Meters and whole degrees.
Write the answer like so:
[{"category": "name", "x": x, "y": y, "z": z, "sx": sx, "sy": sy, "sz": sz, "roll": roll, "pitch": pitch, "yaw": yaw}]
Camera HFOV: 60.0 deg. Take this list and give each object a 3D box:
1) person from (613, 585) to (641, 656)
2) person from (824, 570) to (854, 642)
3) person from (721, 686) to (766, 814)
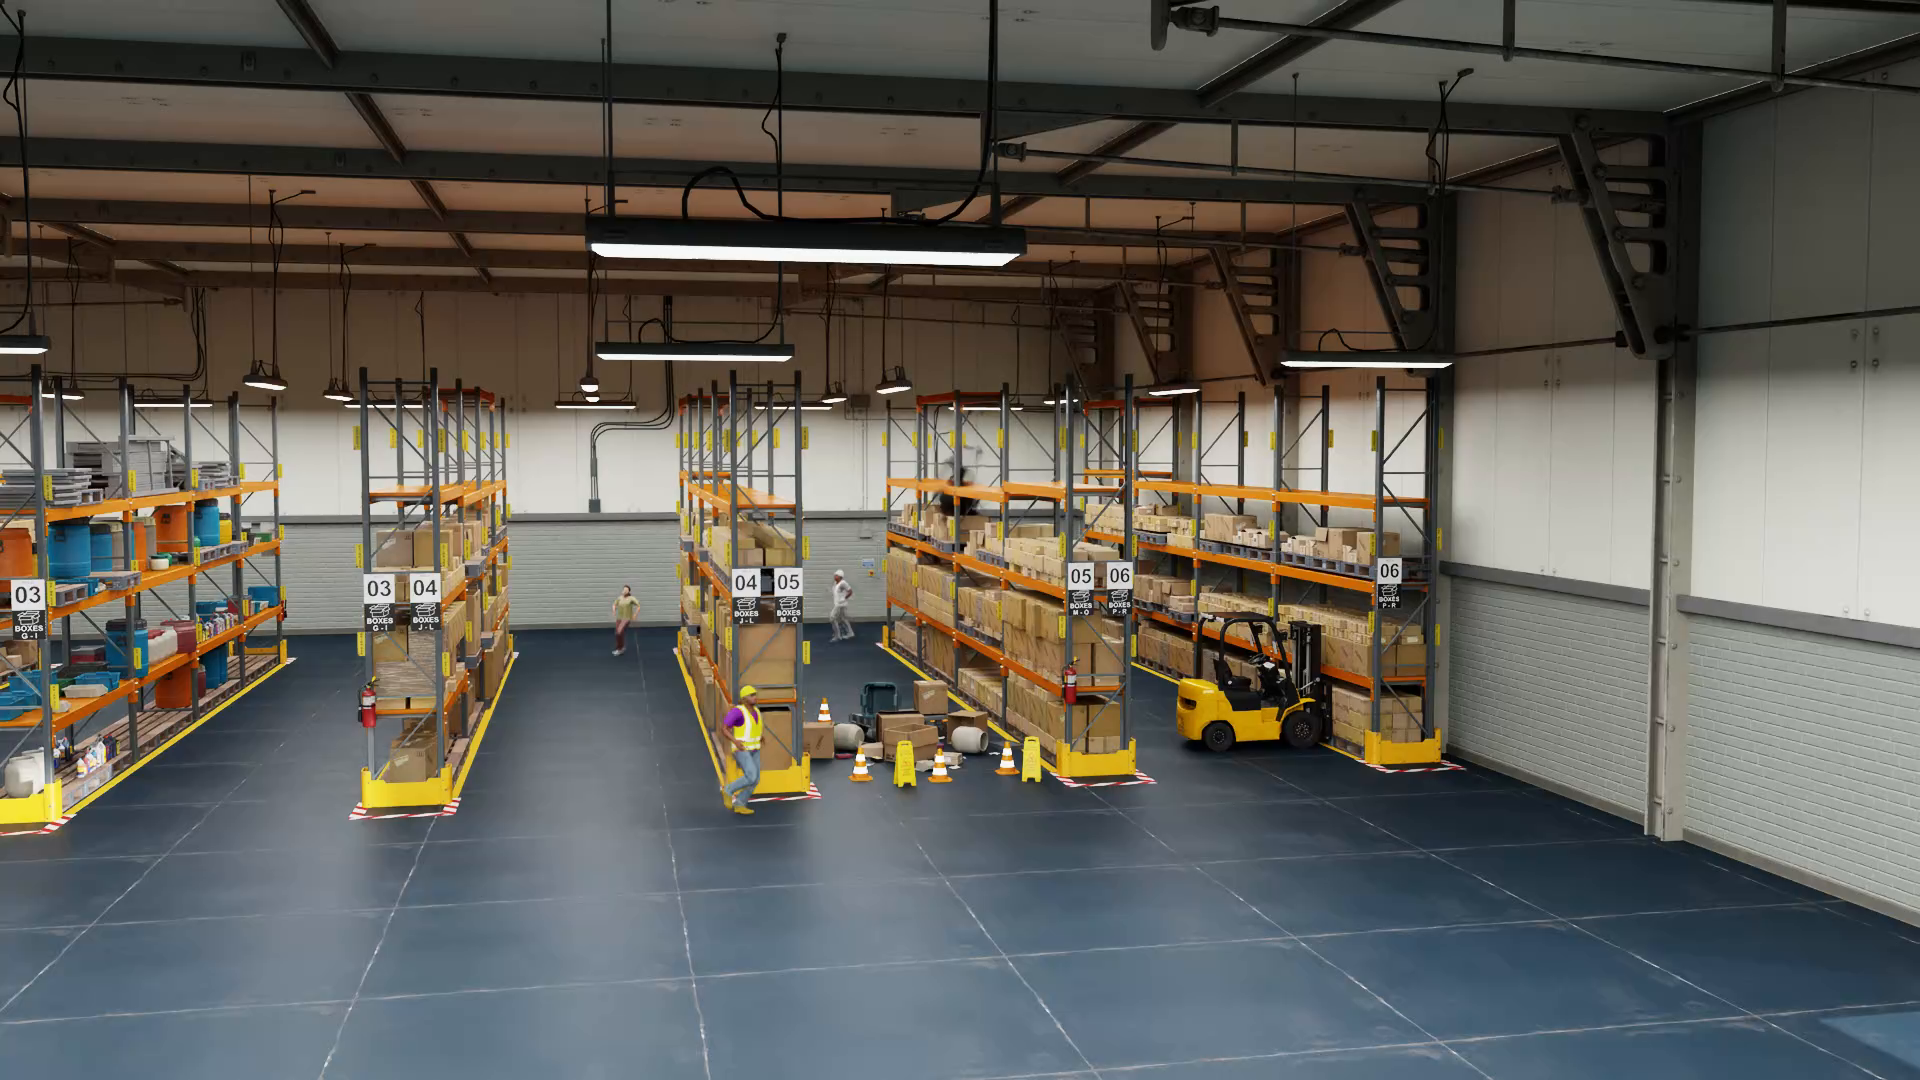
[{"category": "person", "x": -7.832, "y": 1.889, "z": 38.816, "sx": 0.646, "sy": 1.639, "sz": 0.668, "roll": 1, "pitch": 4, "yaw": 20}, {"category": "person", "x": -2.993, "y": 1.659, "z": 41.466, "sx": 0.751, "sy": 1.832, "sz": 0.679, "roll": -1, "pitch": 3, "yaw": -12}, {"category": "person", "x": -2.873, "y": 2.813, "z": 22.362, "sx": 0.545, "sy": 1.716, "sz": 0.709, "roll": 2, "pitch": 4, "yaw": 31}]
